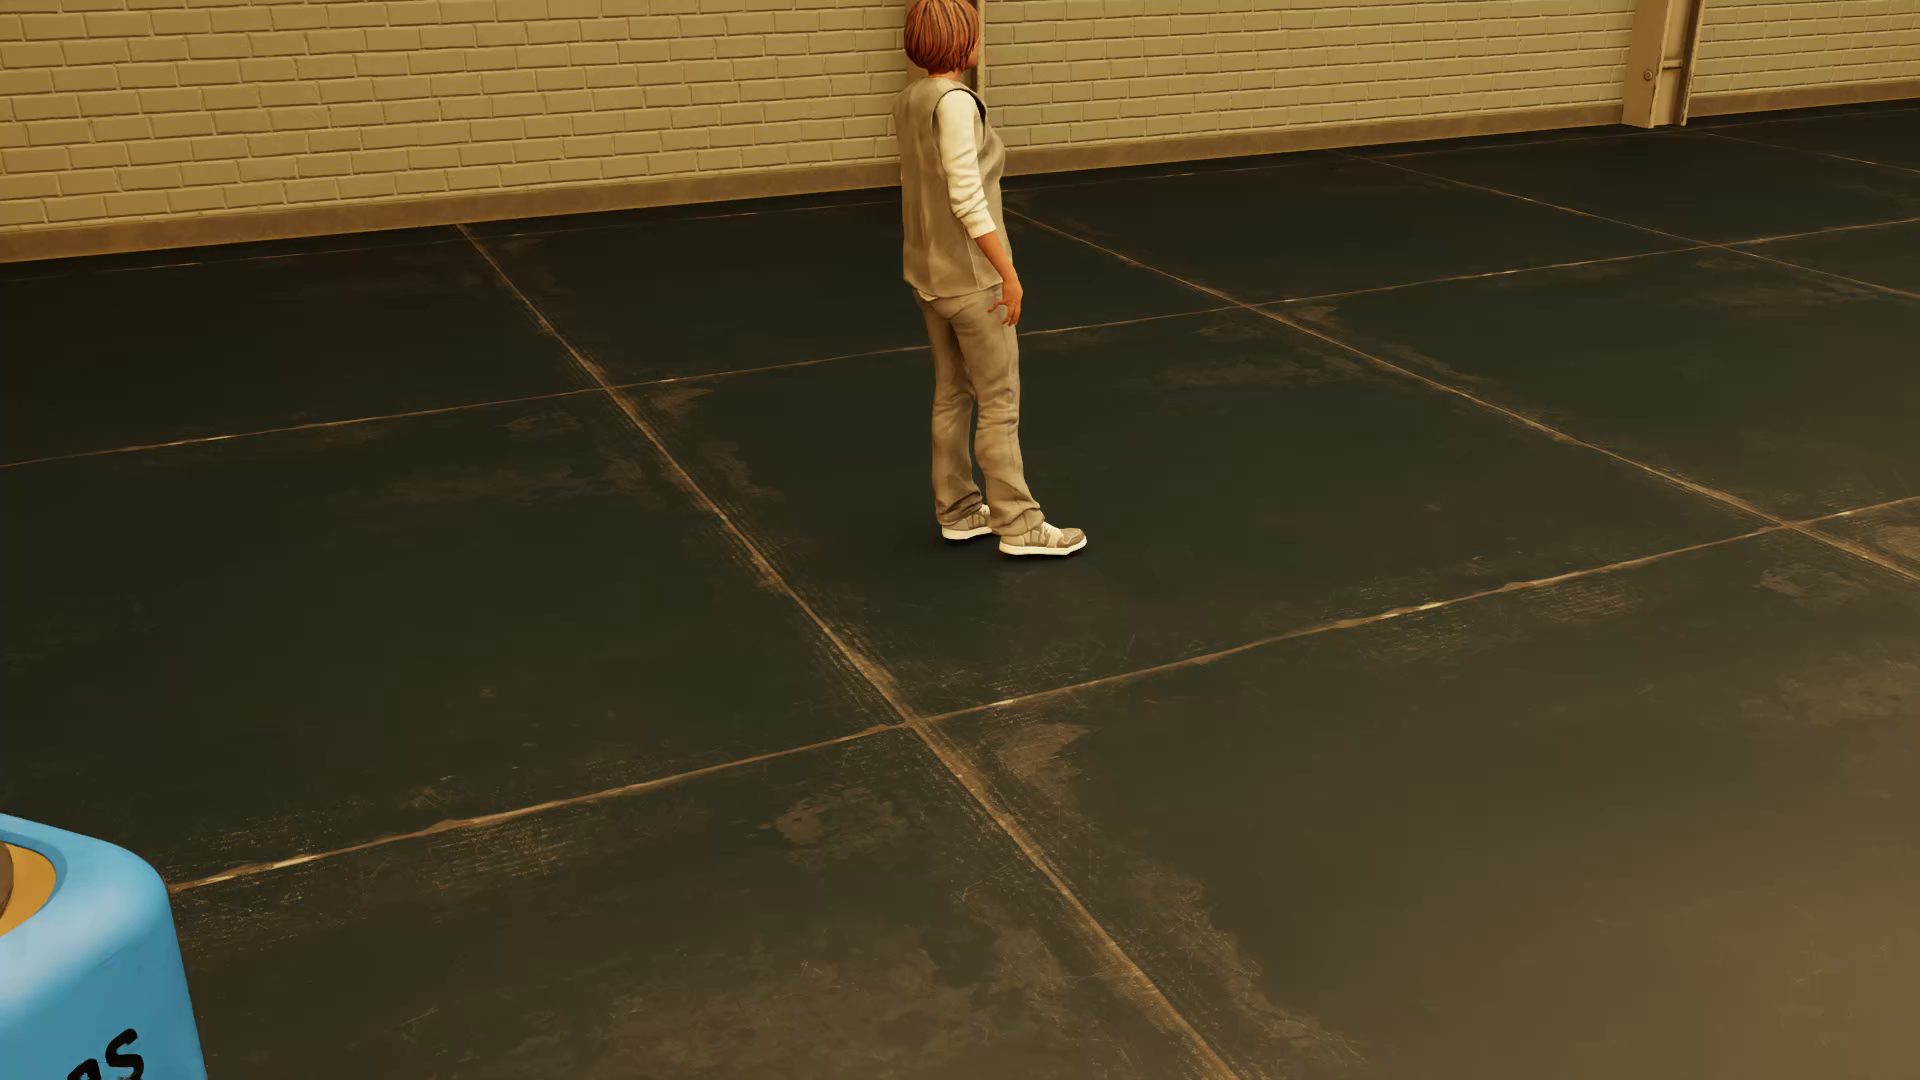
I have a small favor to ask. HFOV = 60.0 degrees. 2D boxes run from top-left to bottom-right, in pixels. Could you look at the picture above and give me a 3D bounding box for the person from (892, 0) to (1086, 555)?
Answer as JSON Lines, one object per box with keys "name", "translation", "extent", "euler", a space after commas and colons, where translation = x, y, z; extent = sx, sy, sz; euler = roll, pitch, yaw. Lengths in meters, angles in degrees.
{"name": "person", "translation": [0.074, -0.752, 4.815], "extent": [0.473, 1.599, 0.520], "euler": [-10, 25, -23]}
